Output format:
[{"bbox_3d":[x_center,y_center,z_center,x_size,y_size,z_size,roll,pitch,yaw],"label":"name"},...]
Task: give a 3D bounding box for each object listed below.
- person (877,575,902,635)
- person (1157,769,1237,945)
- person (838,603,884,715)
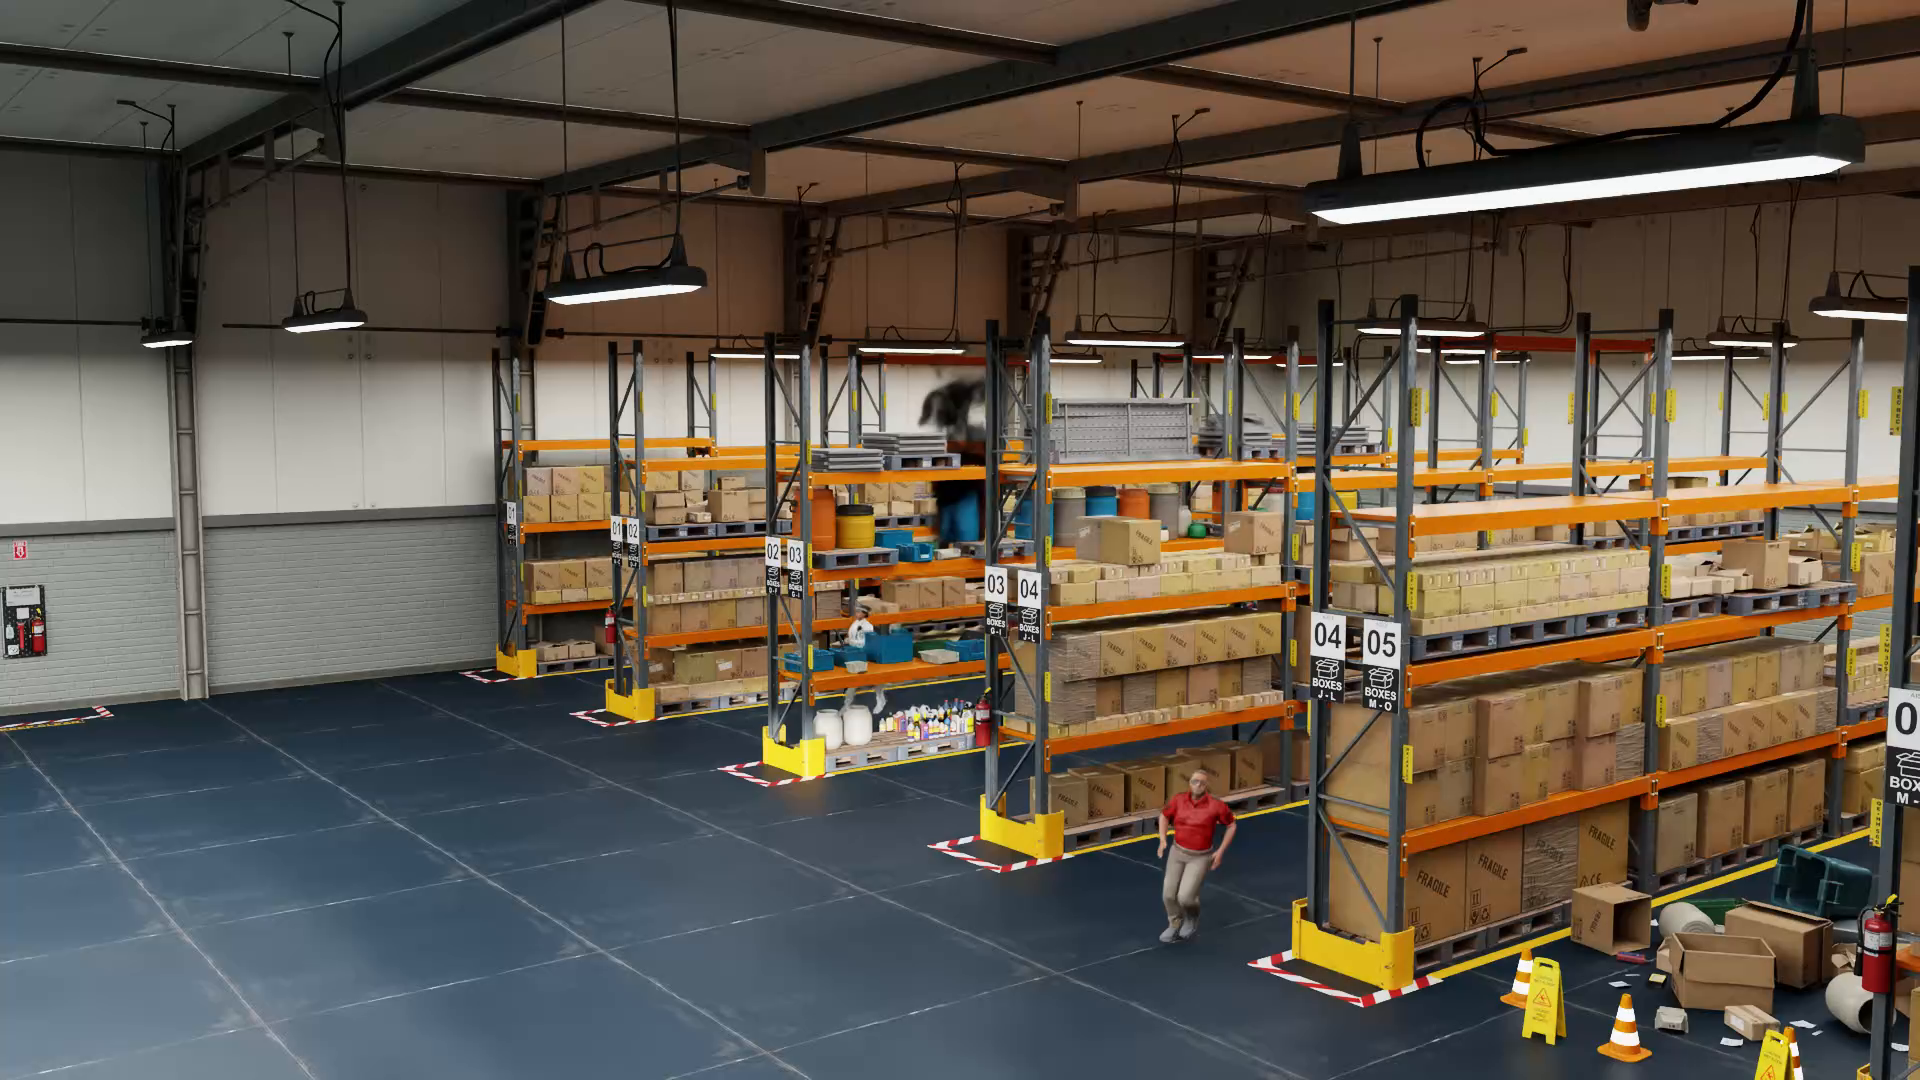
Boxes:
[{"bbox_3d":[-1.242,1.475,31.837,0.734,1.842,0.632,-4,6,-39],"label":"person"},{"bbox_3d":[2.159,2.970,15.515,0.721,1.675,0.604,3,6,30],"label":"person"},{"bbox_3d":[-1.554,1.809,25.256,0.865,1.718,0.617,-5,7,-42],"label":"person"}]
